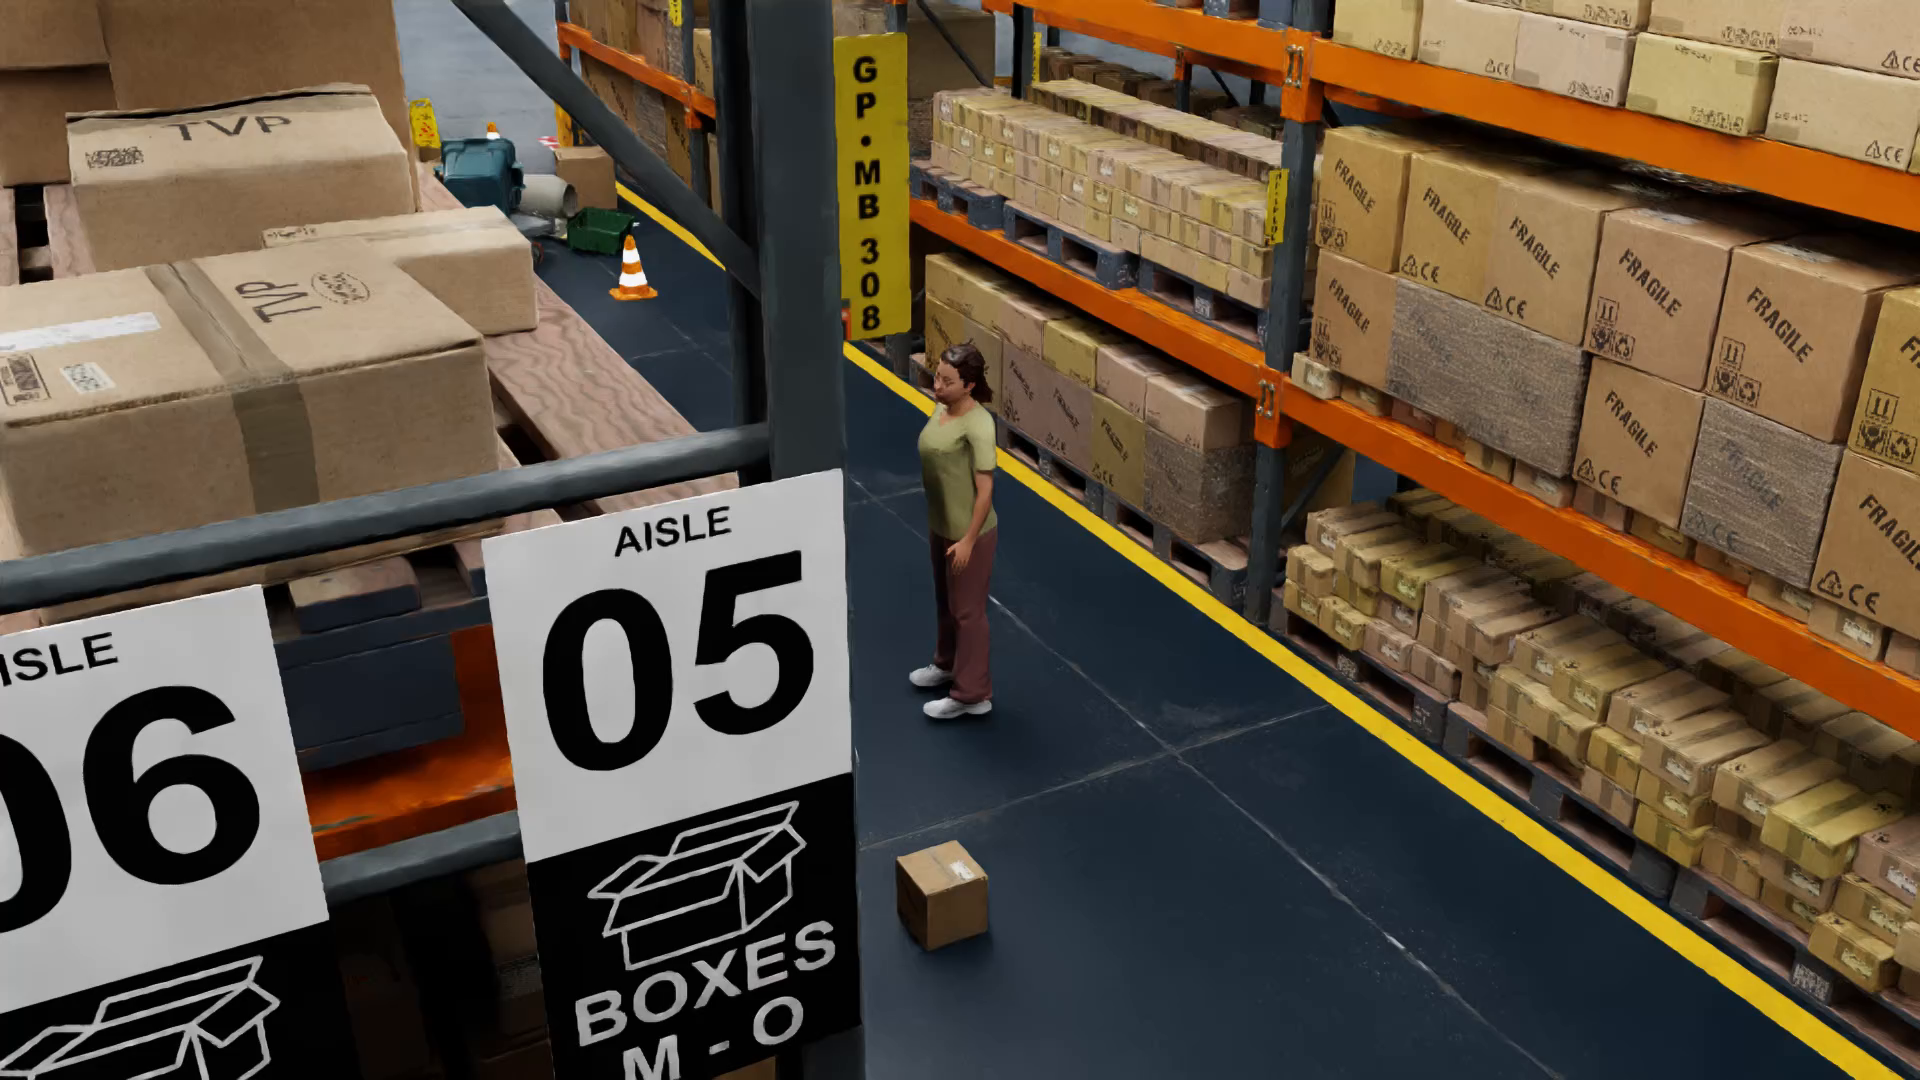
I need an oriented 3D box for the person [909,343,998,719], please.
[{"bbox_3d":[-0.025,-0.040,7.146,0.385,1.679,0.481,-12,28,-23],"label":"person"}]
